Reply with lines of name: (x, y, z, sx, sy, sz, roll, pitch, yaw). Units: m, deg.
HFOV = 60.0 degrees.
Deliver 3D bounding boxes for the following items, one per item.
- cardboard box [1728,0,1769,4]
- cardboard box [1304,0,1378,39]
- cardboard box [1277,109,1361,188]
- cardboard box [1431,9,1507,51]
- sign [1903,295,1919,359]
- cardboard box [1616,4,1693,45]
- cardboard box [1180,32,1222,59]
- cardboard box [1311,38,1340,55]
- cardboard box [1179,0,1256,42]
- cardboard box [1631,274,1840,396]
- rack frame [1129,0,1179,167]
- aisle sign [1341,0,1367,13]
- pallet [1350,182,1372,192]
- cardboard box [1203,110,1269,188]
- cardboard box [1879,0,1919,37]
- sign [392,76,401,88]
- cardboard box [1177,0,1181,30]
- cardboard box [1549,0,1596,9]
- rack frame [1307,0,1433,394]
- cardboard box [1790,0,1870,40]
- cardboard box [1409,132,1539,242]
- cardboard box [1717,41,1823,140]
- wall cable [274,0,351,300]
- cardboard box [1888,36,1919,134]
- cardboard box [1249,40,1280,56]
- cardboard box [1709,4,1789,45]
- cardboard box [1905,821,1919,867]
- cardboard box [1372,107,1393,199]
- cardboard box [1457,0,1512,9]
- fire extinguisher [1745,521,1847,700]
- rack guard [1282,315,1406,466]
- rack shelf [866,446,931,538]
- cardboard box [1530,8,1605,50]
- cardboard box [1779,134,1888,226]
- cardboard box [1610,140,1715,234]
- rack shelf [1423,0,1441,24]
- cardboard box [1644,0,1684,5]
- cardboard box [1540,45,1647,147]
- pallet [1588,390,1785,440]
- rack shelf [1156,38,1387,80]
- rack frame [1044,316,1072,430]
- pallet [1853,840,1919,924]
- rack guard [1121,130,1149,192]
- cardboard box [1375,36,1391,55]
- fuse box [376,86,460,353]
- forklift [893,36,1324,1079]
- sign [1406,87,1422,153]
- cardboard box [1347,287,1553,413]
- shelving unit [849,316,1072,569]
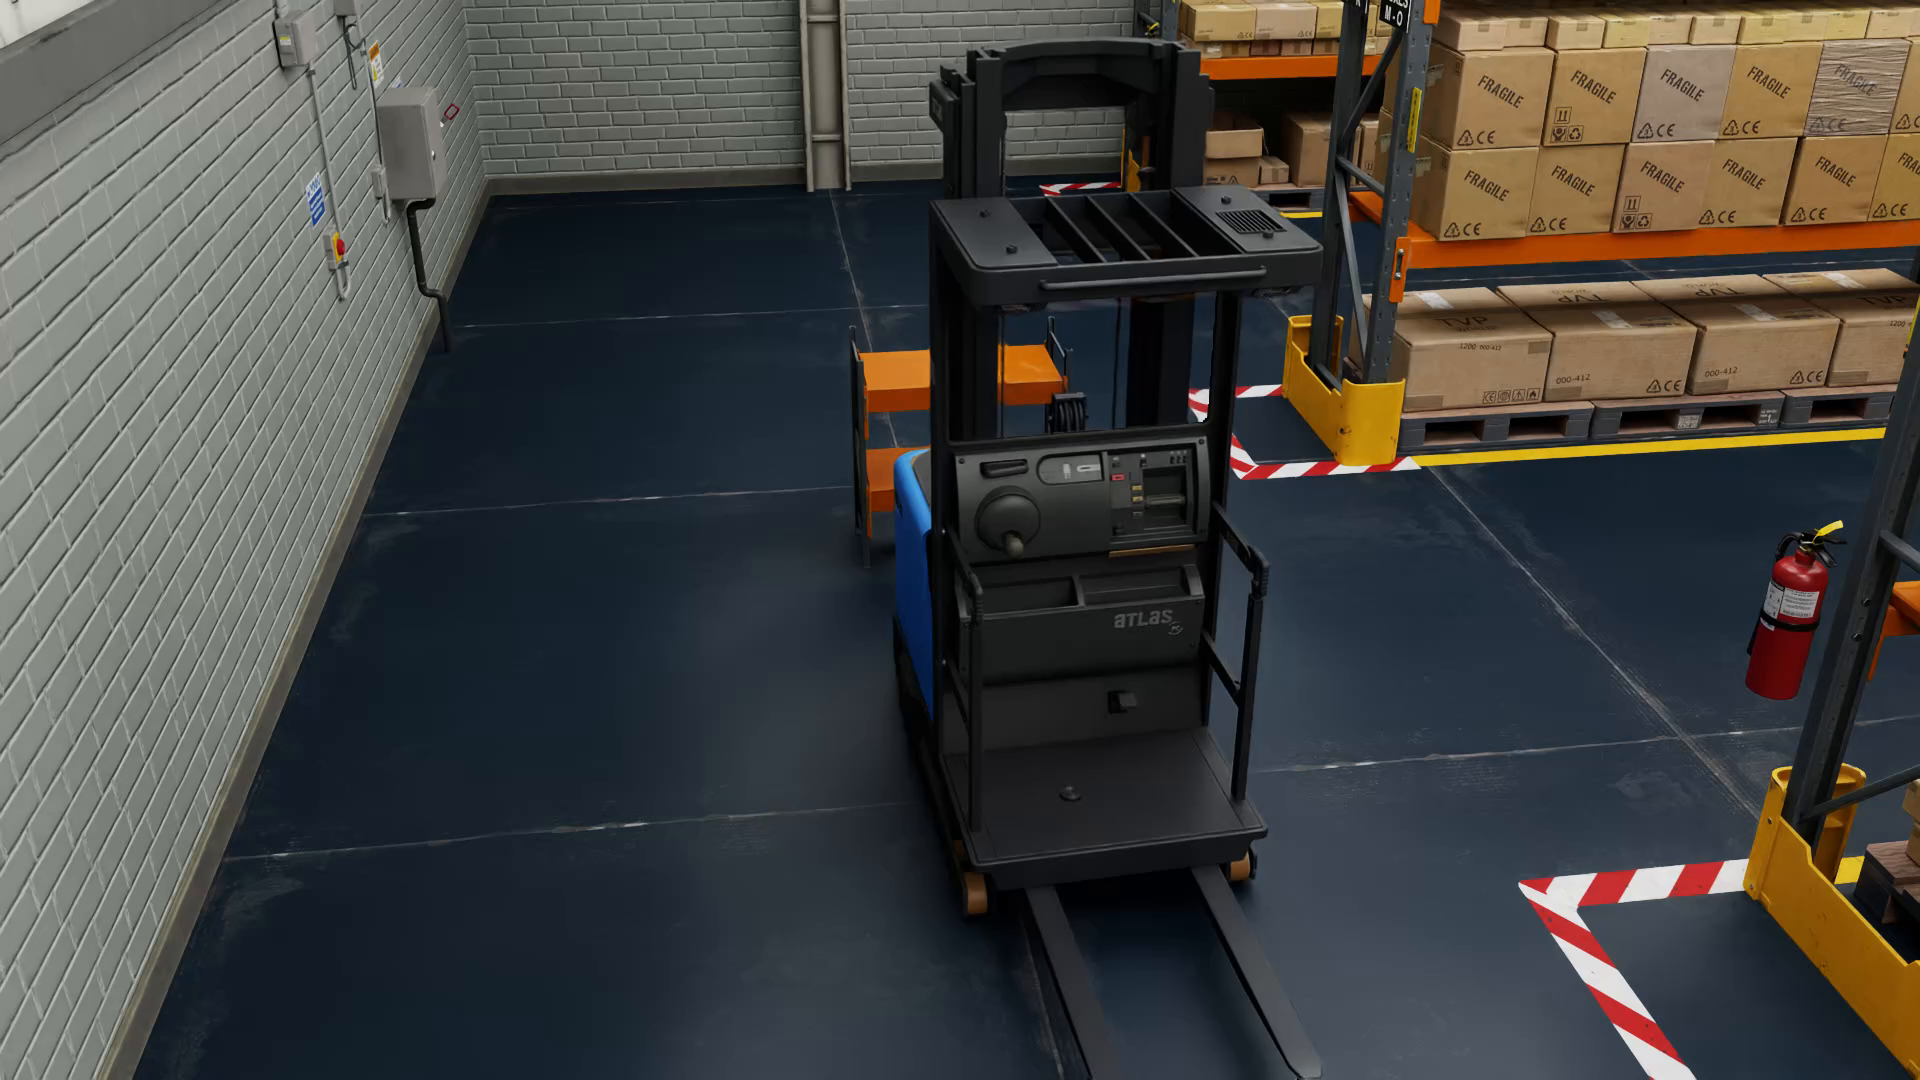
cardboard box: (4.408, -3.073, 9.537, 0.250, 0.149, 0.380, -4, 27, -7)
cardboard box: (3.099, -4.314, 13.709, 0.500, 0.250, 0.500, -4, 27, -8)
cardboard box: (3.083, -3.383, 14.335, 0.500, 0.500, 0.700, -3, 27, -5)
cardboard box: (2.697, -2.707, 8.824, 0.250, 0.149, 0.380, -3, 27, -6)
sign: (3.039, -0.708, 5.229, 0.005, 0.325, 0.100, -4, 27, -7)
cardboard box: (3.731, -2.786, 8.978, 0.250, 0.149, 0.380, -3, 27, -7)
cardboard box: (1.976, -4.060, 13.652, 0.250, 0.149, 0.380, -4, 27, -8)
cardboard box: (2.997, -4.137, 13.803, 0.250, 0.149, 0.380, -3, 27, -6)
cardboard box: (2.099, -4.248, 13.581, 0.500, 0.250, 0.500, -4, 27, -7)
cardboard box: (4.745, -1.284, 10.313, 0.875, 0.438, 0.875, -4, 27, -9)
rack frame: (1.612, -4.275, 13.796, 0.127, 3.000, 1.000, -4, 27, -7)
aisle sign: (2.193, -3.324, 9.094, 0.004, 0.787, 0.394, -4, 27, -7)
pallet: (3.682, -3.166, 14.690, 1.213, 0.211, 1.003, -4, 27, -7)
cardboard box: (2.231, -3.347, 14.262, 0.637, 0.503, 0.797, -5, 28, -9)
cardboard box: (5.235, -2.897, 9.195, 0.250, 0.149, 0.380, -4, 27, -8)
sign: (-3.695, -2.789, 11.004, 0.001, 0.494, 0.329, -4, 27, -7)
cardboard box: (2.030, -4.490, 14.053, 0.500, 0.250, 0.500, -3, 27, -6)
cardboard box: (3.382, -3.002, 9.399, 0.250, 0.149, 0.380, -3, 27, -6)
rack frame: (2.307, -2.031, 9.423, 0.127, 3.000, 1.000, -4, 27, -7)
cardboard box: (4.733, -2.847, 9.098, 0.250, 0.149, 0.380, -4, 27, -8)
cardboard box: (2.822, -1.977, 9.207, 0.500, 0.500, 0.500, -4, 27, -8)
cardboard box: (4.335, -2.527, 9.184, 0.500, 0.500, 0.500, -4, 27, -7)
wall cable: (-3.273, -2.128, 8.464, 0.123, 1.953, 0.585, -4, 27, -7)
cardboard box: (5.336, -2.592, 9.310, 0.500, 0.500, 0.500, -4, 27, -8)
cardboard box: (2.476, -4.130, 13.788, 0.250, 0.149, 0.380, -4, 27, -8)
cardboard box: (4.239, -2.786, 8.979, 0.250, 0.149, 0.380, -4, 27, -8)
cardboard box: (3.589, 1.154, 5.878, 0.250, 0.149, 0.380, -3, 27, -6)
cardboard box: (2.748, -2.226, 9.693, 0.500, 0.500, 0.500, -4, 27, -7)
cardboard box: (2.883, -2.950, 9.298, 0.250, 0.149, 0.380, -3, 27, -6)
fire extinguisher: (2.783, 0.208, 5.553, 0.183, 0.674, 0.296, -4, 27, -7)
rack guard: (2.283, -0.918, 9.991, 0.348, 0.500, 1.175, -4, 27, -7)
rack shelf: (-0.007, -0.282, 8.604, 1.000, 0.278, 0.538, -4, 27, -7)
cardboard box: (3.220, -2.720, 8.850, 0.250, 0.149, 0.380, -3, 27, -6)
cardboard box: (4.840, -2.111, 9.470, 0.500, 0.500, 0.500, -4, 27, -8)
cardboard box: (3.826, -2.046, 9.341, 0.500, 0.500, 0.500, -4, 27, -7)
rack shelf: (4.288, -3.173, 9.150, 4.000, 0.370, 1.077, -4, 27, -7)
cardboard box: (3.890, -3.029, 9.451, 0.250, 0.149, 0.380, -3, 27, -6)
cardboard box: (3.333, -2.458, 9.051, 0.500, 0.500, 0.500, -4, 27, -9)
pallet: (4.293, -0.953, 10.376, 1.213, 0.211, 1.003, -4, 27, -7)
rack shelf: (3.592, -4.082, 14.208, 4.000, 0.370, 1.077, -4, 27, -7)
rack frame: (0.497, -0.532, 8.555, 0.032, 1.125, 0.500, -4, 27, -7)
pallet: (3.981, 1.400, 5.790, 1.213, 0.211, 1.003, -4, 27, -7)
rack guard: (1.687, -3.168, 14.376, 0.348, 0.500, 1.175, -4, 27, -7)
cardboard box: (3.516, -4.146, 13.819, 0.250, 0.149, 0.380, -3, 27, -6)
fuse box: (-3.422, -2.048, 10.867, 0.414, 1.711, 0.539, -4, 27, -7)
forklift: (0.486, -0.116, 5.766, 1.130, 2.935, 3.031, -5, 28, -10)
sign: (2.378, -2.200, 8.718, 0.005, 0.325, 0.100, -4, 27, -7)
cardboard box: (2.947, -1.165, 10.082, 0.875, 0.438, 0.875, -5, 28, -9)
shelving unit: (-0.007, -0.500, 8.492, 1.048, 1.125, 0.538, -4, 27, -7)
